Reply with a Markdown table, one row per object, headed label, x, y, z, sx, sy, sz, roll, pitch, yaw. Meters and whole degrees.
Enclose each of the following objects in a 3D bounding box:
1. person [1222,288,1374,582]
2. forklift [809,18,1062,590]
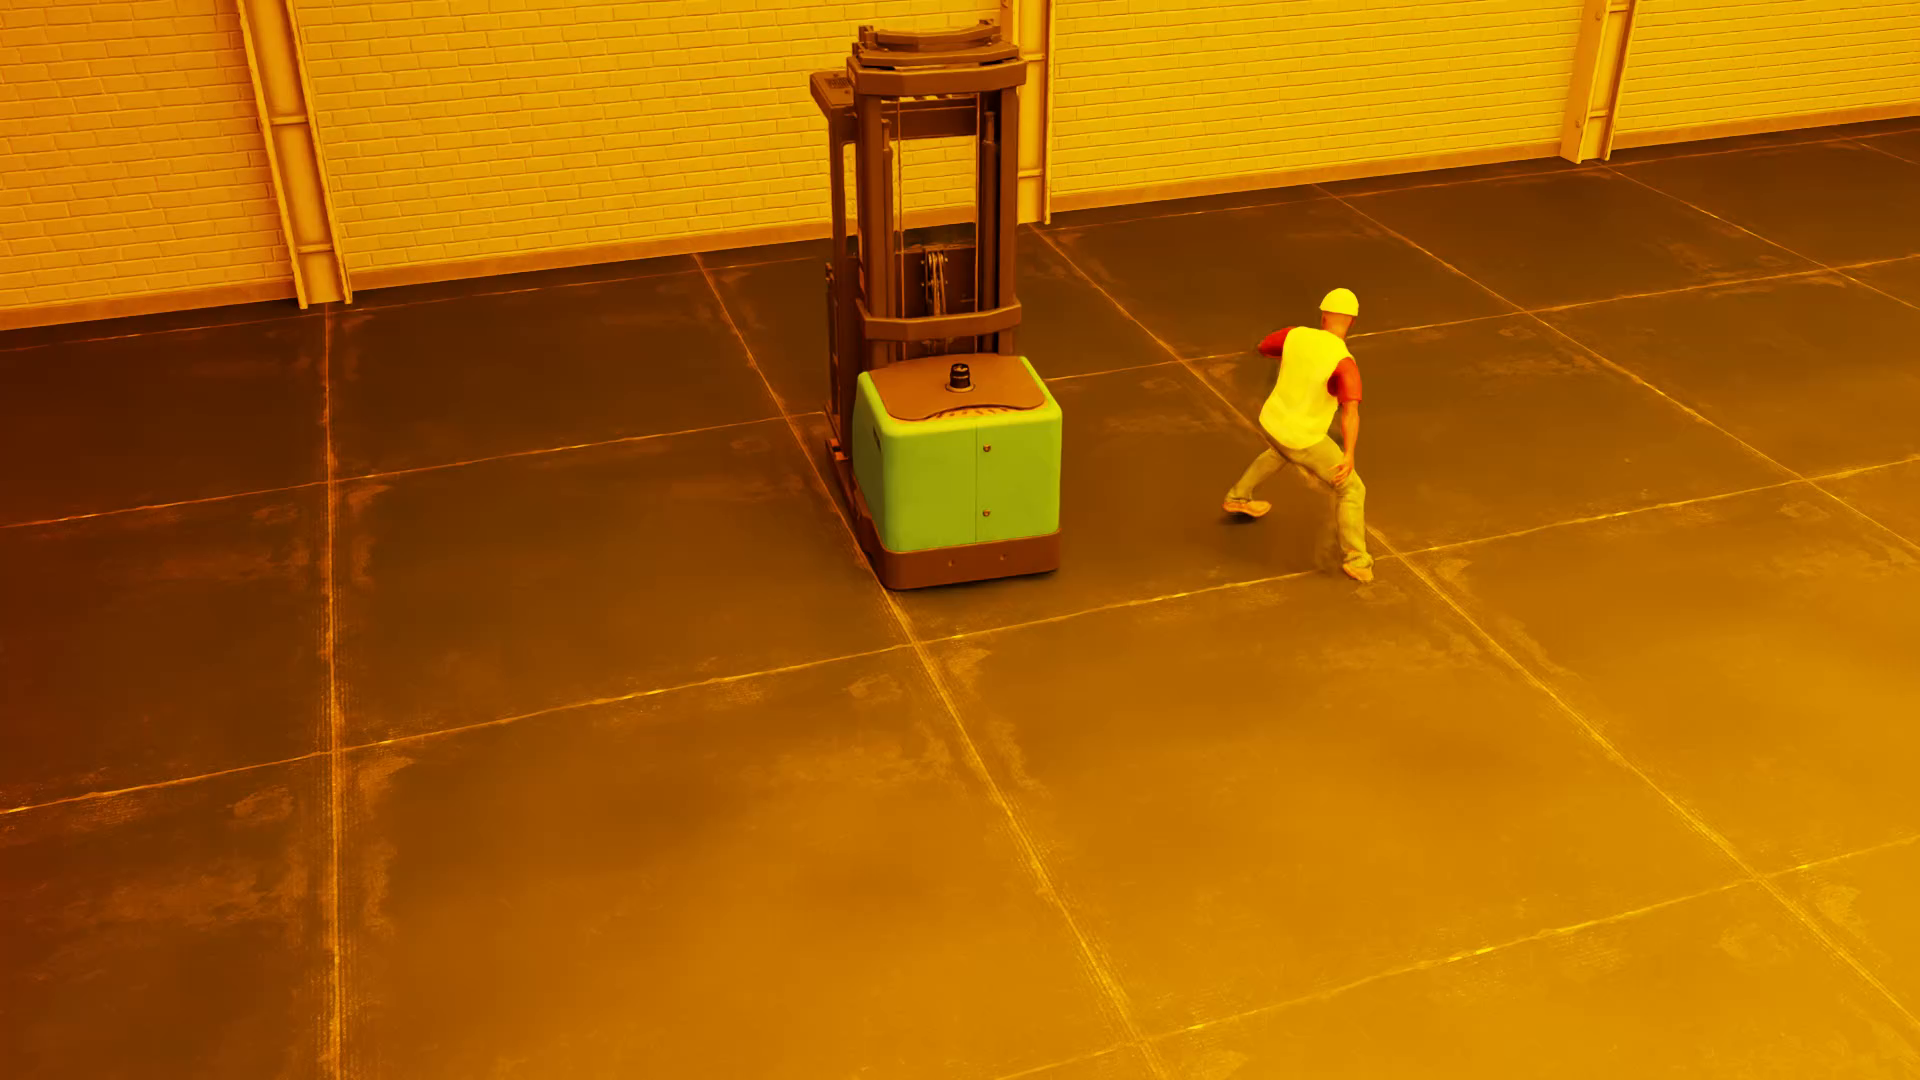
| label | x | y | z | sx | sy | sz | roll | pitch | yaw |
| --- | --- | --- | --- | --- | --- | --- | --- | --- | --- |
| person | 2.032 | -0.594 | 9.573 | 0.568 | 1.723 | 1.153 | -13 | 32 | -21 |
| forklift | -0.262 | -1.711 | 10.061 | 1.130 | 2.935 | 3.031 | -7 | 31 | -12 |
